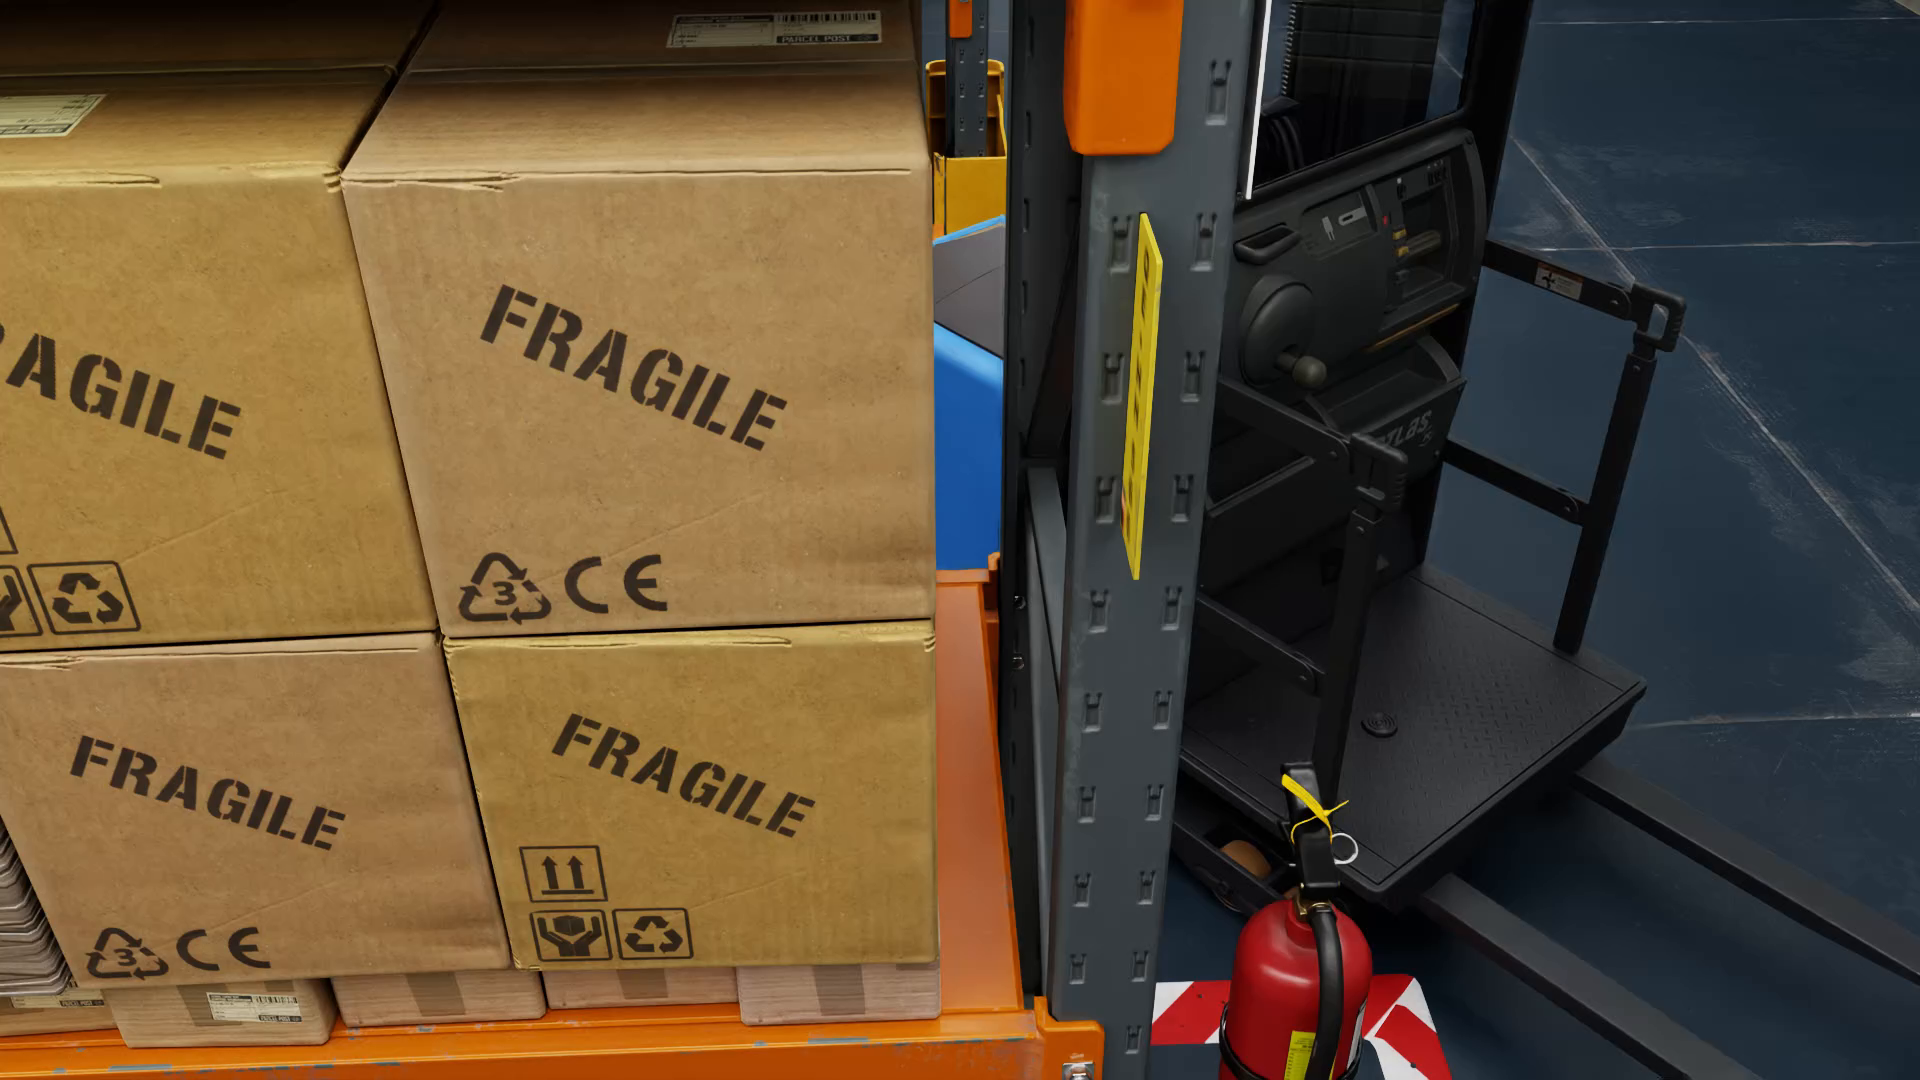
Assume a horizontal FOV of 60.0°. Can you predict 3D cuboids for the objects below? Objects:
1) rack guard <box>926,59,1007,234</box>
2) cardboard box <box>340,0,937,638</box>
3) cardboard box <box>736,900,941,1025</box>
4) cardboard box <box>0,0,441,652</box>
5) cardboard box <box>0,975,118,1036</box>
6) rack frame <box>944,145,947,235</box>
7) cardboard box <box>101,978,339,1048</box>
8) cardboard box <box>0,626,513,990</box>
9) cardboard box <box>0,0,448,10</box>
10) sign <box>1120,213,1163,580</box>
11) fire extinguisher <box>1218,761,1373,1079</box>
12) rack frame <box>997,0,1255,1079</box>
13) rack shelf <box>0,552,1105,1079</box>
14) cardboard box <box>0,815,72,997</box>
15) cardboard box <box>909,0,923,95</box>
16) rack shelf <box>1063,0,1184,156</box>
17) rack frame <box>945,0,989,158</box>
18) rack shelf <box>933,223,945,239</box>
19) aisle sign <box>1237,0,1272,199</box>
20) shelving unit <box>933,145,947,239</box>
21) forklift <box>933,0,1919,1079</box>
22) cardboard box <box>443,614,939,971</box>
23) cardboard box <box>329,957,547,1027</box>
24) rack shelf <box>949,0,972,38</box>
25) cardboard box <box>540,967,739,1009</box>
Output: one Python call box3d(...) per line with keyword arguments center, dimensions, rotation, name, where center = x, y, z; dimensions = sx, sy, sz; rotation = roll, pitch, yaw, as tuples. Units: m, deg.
box3d(center=(0.045, -1.628, 7.163), dimensions=(0.348, 0.500, 1.175), rotation=(-2, 35, -2), name="rack guard")
box3d(center=(-0.290, -0.254, 1.753), dimensions=(0.500, 0.500, 0.500), rotation=(-2, 35, -3), name="cardboard box")
box3d(center=(-0.157, 0.440, 2.199), dimensions=(0.250, 0.149, 0.380), rotation=(-1, 35, -2), name="cardboard box")
box3d(center=(-0.796, -0.240, 1.733), dimensions=(0.500, 0.500, 0.500), rotation=(-3, 35, -4), name="cardboard box")
box3d(center=(-1.175, 0.451, 2.183), dimensions=(0.250, 0.149, 0.380), rotation=(-3, 35, -4), name="cardboard box")
box3d(center=(-0.041, -0.573, 5.022), dimensions=(0.006, 1.200, 0.240), rotation=(0, 35, 0), name="rack frame")
box3d(center=(-0.911, 0.461, 2.169), dimensions=(0.250, 0.149, 0.380), rotation=(-1, 35, -1), name="cardboard box")
box3d(center=(-0.796, 0.173, 2.015), dimensions=(0.500, 0.500, 0.500), rotation=(-2, 35, -3), name="cardboard box")
box3d(center=(-0.809, -0.529, 2.151), dimensions=(0.500, 0.500, 0.500), rotation=(-1, 35, -1), name="cardboard box")
box3d(center=(0.162, -0.123, 1.497), dimensions=(0.005, 0.325, 0.100), rotation=(-2, 35, -2), name="sign")
box3d(center=(0.429, 0.608, 2.131), dimensions=(0.183, 0.674, 0.296), rotation=(-2, 35, -2), name="fire extinguisher")
box3d(center=(0.155, 0.167, 2.373), dimensions=(0.127, 3.000, 1.000), rotation=(-2, 35, -2), name="rack frame")
box3d(center=(-1.842, 0.517, 2.499), dimensions=(4.000, 0.370, 1.077), rotation=(-2, 35, -2), name="rack shelf")
box3d(center=(-1.302, 0.192, 1.987), dimensions=(0.500, 0.500, 0.500), rotation=(-1, 35, -2), name="cardboard box")
box3d(center=(-0.306, -0.546, 2.176), dimensions=(0.500, 0.500, 0.500), rotation=(-2, 35, -3), name="cardboard box")
box3d(center=(-1.842, -0.717, 1.646), dimensions=(4.000, 0.370, 1.077), rotation=(-2, 35, -2), name="rack shelf")
box3d(center=(0.021, -2.655, 6.450), dimensions=(0.127, 3.000, 1.000), rotation=(-2, 35, -2), name="rack frame")
box3d(center=(-0.132, -0.832, 4.843), dimensions=(0.180, 0.103, 0.258), rotation=(0, 35, 0), name="rack shelf")
box3d(center=(0.242, -0.733, 1.389), dimensions=(0.004, 0.787, 0.394), rotation=(-2, 35, -2), name="aisle sign")
box3d(center=(-0.132, -0.573, 5.022), dimensions=(0.189, 1.200, 0.258), rotation=(0, 35, 0), name="shelving unit")
box3d(center=(0.989, -0.564, 3.490), dimensions=(1.130, 2.935, 3.031), rotation=(-26, 42, -32), name="forklift")
box3d(center=(-0.281, 0.162, 2.031), dimensions=(0.500, 0.500, 0.500), rotation=(-1, 35, -1), name="cardboard box")
box3d(center=(-0.657, 0.441, 2.198), dimensions=(0.250, 0.149, 0.380), rotation=(-2, 35, -3), name="cardboard box")
box3d(center=(-1.976, -2.305, 6.577), dimensions=(4.000, 0.370, 1.077), rotation=(-2, 35, -2), name="rack shelf")
box3d(center=(-0.407, 0.425, 2.220), dimensions=(0.250, 0.149, 0.380), rotation=(-2, 35, -2), name="cardboard box")
